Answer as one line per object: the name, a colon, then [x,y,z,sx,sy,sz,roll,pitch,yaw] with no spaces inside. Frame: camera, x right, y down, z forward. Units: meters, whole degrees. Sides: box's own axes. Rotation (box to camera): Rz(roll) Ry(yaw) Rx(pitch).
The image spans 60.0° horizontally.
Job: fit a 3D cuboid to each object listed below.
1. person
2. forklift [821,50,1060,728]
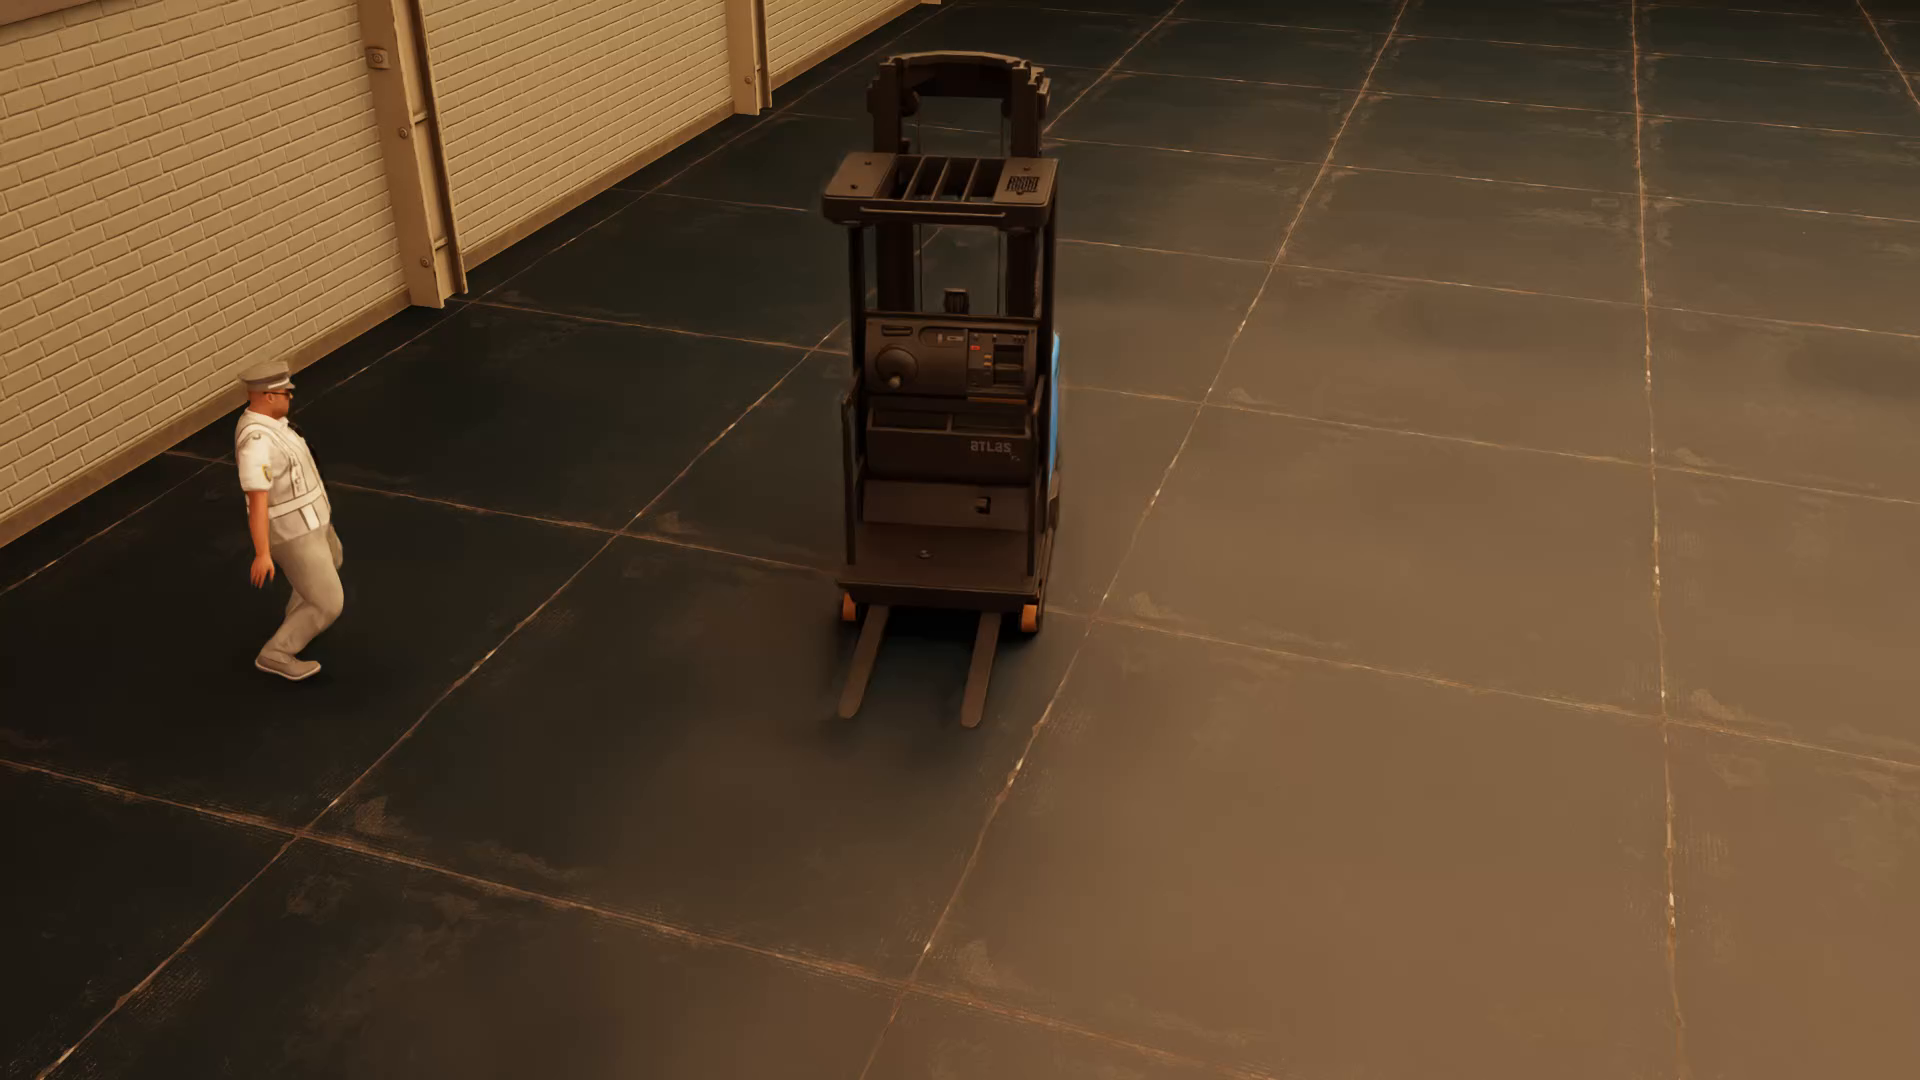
person: [-3.483,-0.077,8.561,0.507,1.669,0.902,-6,30,-11]
forklift: [-0.075,-0.937,8.781,1.130,2.935,3.031,4,30,6]
